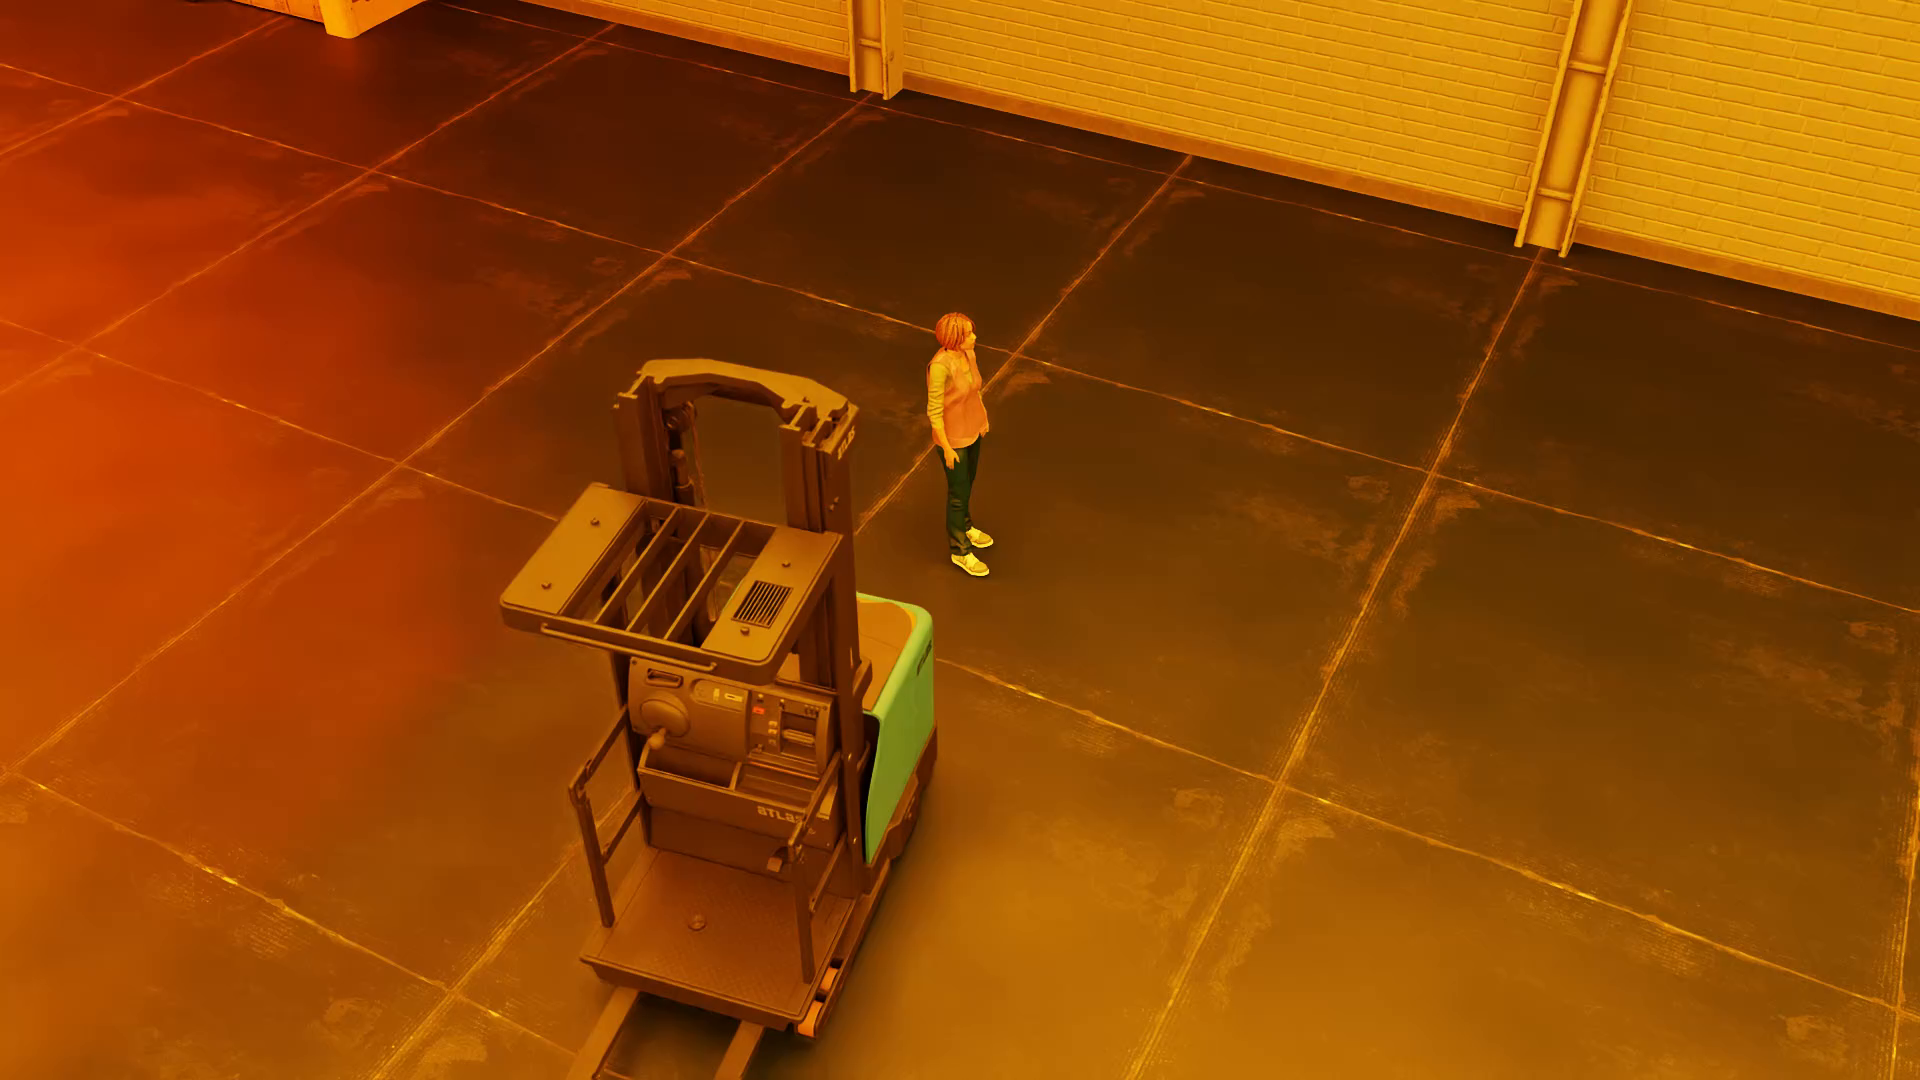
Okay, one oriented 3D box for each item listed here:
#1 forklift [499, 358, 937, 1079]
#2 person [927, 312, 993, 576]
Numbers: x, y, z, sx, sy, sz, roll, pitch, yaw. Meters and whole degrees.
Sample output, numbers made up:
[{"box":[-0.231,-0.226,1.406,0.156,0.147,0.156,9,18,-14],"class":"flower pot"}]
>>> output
[{"box":[-1.058,0.844,6.985,1.130,2.935,3.031,12,42,14],"class":"forklift"},{"box":[0.060,-0.586,9.706,0.473,1.599,0.520,18,43,21],"class":"person"}]
